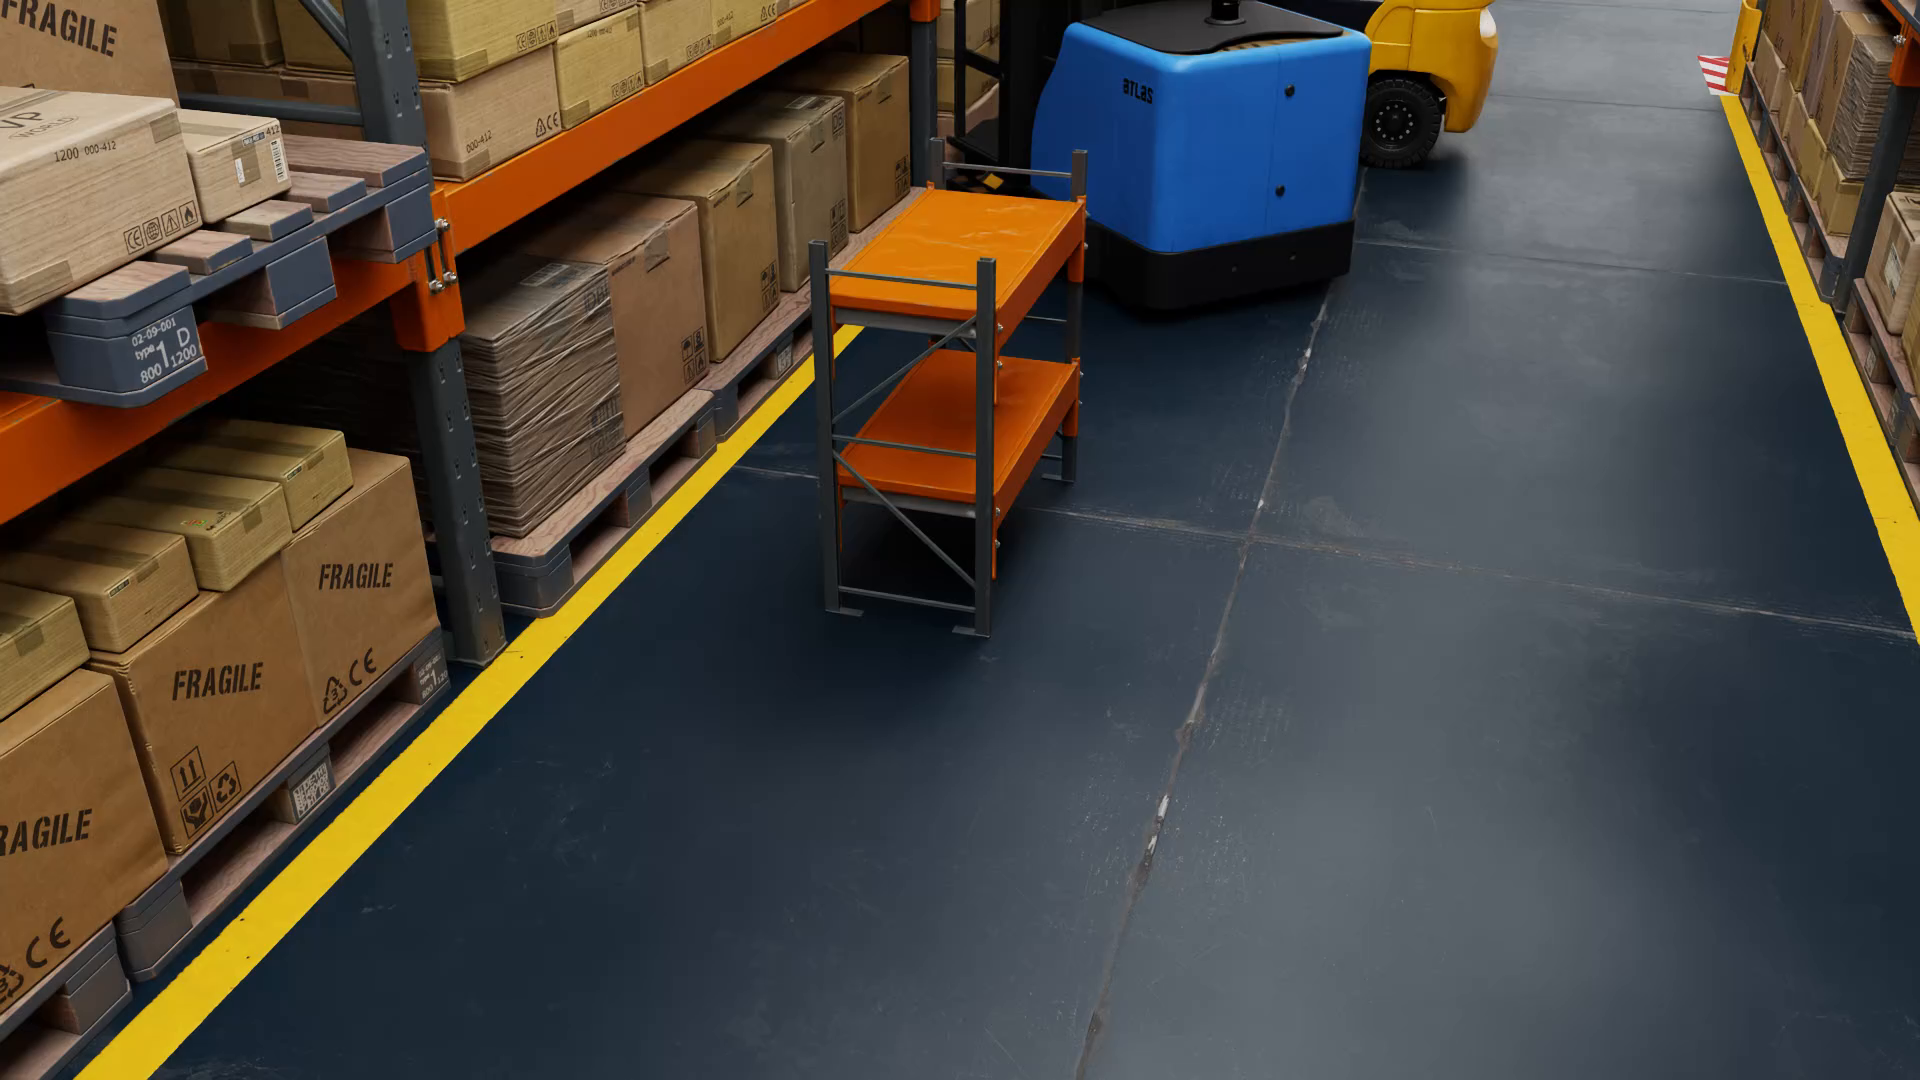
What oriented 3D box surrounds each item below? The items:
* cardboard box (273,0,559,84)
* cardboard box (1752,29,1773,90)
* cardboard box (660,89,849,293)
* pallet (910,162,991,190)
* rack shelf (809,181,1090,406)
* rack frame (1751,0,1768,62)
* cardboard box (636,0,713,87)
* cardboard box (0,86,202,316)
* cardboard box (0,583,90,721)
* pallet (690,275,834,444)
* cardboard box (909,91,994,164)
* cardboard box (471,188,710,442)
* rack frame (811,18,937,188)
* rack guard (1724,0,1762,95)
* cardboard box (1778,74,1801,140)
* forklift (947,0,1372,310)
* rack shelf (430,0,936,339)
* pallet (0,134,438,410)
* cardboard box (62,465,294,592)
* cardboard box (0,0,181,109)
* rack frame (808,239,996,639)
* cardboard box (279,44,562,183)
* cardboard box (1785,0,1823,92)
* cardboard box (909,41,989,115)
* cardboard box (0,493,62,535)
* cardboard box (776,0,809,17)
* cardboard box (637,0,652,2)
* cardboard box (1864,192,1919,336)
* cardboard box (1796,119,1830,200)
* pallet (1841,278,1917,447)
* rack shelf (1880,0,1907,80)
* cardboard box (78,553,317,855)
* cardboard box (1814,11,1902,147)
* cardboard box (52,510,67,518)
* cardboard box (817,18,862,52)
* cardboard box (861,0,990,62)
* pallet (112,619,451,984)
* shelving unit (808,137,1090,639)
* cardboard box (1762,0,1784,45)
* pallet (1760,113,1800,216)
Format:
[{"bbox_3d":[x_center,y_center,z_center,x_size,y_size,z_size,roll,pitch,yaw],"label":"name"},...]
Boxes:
[{"bbox_3d":[-1.388,-1.372,4.271,0.500,0.250,0.500,8,30,15],"label":"cardboard box"},{"bbox_3d":[4.818,-2.709,9.431,0.500,0.250,0.500,8,30,14],"label":"cardboard box"},{"bbox_3d":[-0.979,-1.453,6.786,0.875,0.625,0.625,8,30,14],"label":"cardboard box"},{"bbox_3d":[-0.328,-2.056,8.728,1.003,0.211,1.213,8,30,15],"label":"pallet"},{"bbox_3d":[-0.002,-0.744,4.829,0.538,0.278,1.000,8,30,15],"label":"rack shelf"},{"bbox_3d":[5.319,-4.063,9.468,1.000,3.000,0.127,8,30,15],"label":"rack frame"},{"bbox_3d":[-1.114,-1.631,5.250,0.500,0.250,0.500,8,30,13],"label":"cardboard box"},{"bbox_3d":[-1.775,-0.633,3.025,0.500,0.250,0.500,7,30,13],"label":"cardboard box"},{"bbox_3d":[-1.969,0.203,3.272,0.380,0.149,0.250,9,30,16],"label":"cardboard box"},{"bbox_3d":[-1.136,-0.775,6.426,1.003,0.211,1.213,8,30,15],"label":"pallet"},{"bbox_3d":[-0.143,-2.070,8.282,0.500,0.250,0.500,9,30,15],"label":"cardboard box"},{"bbox_3d":[-1.395,-0.790,5.595,0.875,0.625,0.625,9,30,17],"label":"cardboard box"},{"bbox_3d":[-0.601,-2.910,7.396,1.000,3.000,0.127,8,30,15],"label":"rack frame"},{"bbox_3d":[5.297,-2.935,10.012,1.175,0.500,0.348,8,30,15],"label":"rack guard"},{"bbox_3d":[4.513,-2.218,8.548,0.500,0.250,0.500,11,31,18],"label":"cardboard box"},{"bbox_3d":[0.559,-2.909,7.463,1.130,2.935,3.031,-14,32,-24],"label":"forklift"},{"bbox_3d":[-1.188,-1.667,5.900,1.077,0.370,4.000,8,30,15],"label":"rack shelf"},{"bbox_3d":[-1.907,-0.643,3.517,1.213,0.211,1.003,8,30,15],"label":"pallet"},{"bbox_3d":[-1.729,-0.029,3.689,0.380,0.149,0.250,7,30,12],"label":"cardboard box"},{"bbox_3d":[-2.076,-1.062,3.538,0.500,0.500,0.500,10,31,17],"label":"cardboard box"},{"bbox_3d":[-0.151,-0.252,4.546,0.500,1.125,0.032,8,30,15],"label":"rack frame"},{"bbox_3d":[-1.411,-1.157,4.399,0.500,0.250,0.500,9,30,15],"label":"cardboard box"},{"bbox_3d":[4.507,-2.550,8.374,0.500,0.500,0.500,9,30,16],"label":"cardboard box"},{"bbox_3d":[-0.164,-2.292,8.166,0.500,0.250,0.500,8,30,15],"label":"cardboard box"},{"bbox_3d":[-2.330,-0.109,3.832,0.380,0.149,0.250,9,30,16],"label":"cardboard box"},{"bbox_3d":[-0.816,-2.113,6.116,0.500,0.250,0.500,9,30,15],"label":"cardboard box"},{"bbox_3d":[-1.092,-1.849,5.128,0.500,0.250,0.500,8,30,14],"label":"cardboard box"},{"bbox_3d":[3.993,-0.995,6.224,0.950,0.372,0.625,9,30,16],"label":"cardboard box"},{"bbox_3d":[4.208,-1.748,7.703,0.500,0.250,0.500,8,30,14],"label":"cardboard box"},{"bbox_3d":[3.918,-0.623,6.153,1.003,0.211,1.213,8,30,15],"label":"pallet"},{"bbox_3d":[4.732,-2.819,7.972,1.077,0.370,4.000,8,30,15],"label":"rack shelf"},{"bbox_3d":[-1.851,0.316,3.736,0.500,0.500,0.500,8,30,14],"label":"cardboard box"},{"bbox_3d":[4.210,-2.063,7.499,0.500,0.500,0.500,9,30,16],"label":"cardboard box"},{"bbox_3d":[-2.330,0.238,3.875,0.500,0.500,0.500,9,30,15],"label":"cardboard box"},{"bbox_3d":[-0.642,-2.586,8.180,0.500,0.250,0.500,9,30,16],"label":"cardboard box"},{"bbox_3d":[-0.159,-2.509,8.043,0.500,0.250,0.500,8,30,14],"label":"cardboard box"},{"bbox_3d":[-2.030,0.509,4.119,1.003,0.211,1.213,8,30,15],"label":"pallet"},{"bbox_3d":[-0.002,-0.488,4.971,0.538,1.125,1.048,8,30,15],"label":"shelving unit"},{"bbox_3d":[4.812,-3.026,9.229,0.500,0.500,0.500,7,30,13],"label":"cardboard box"},{"bbox_3d":[4.665,-1.871,8.397,1.003,0.211,1.213,8,30,15],"label":"pallet"}]
